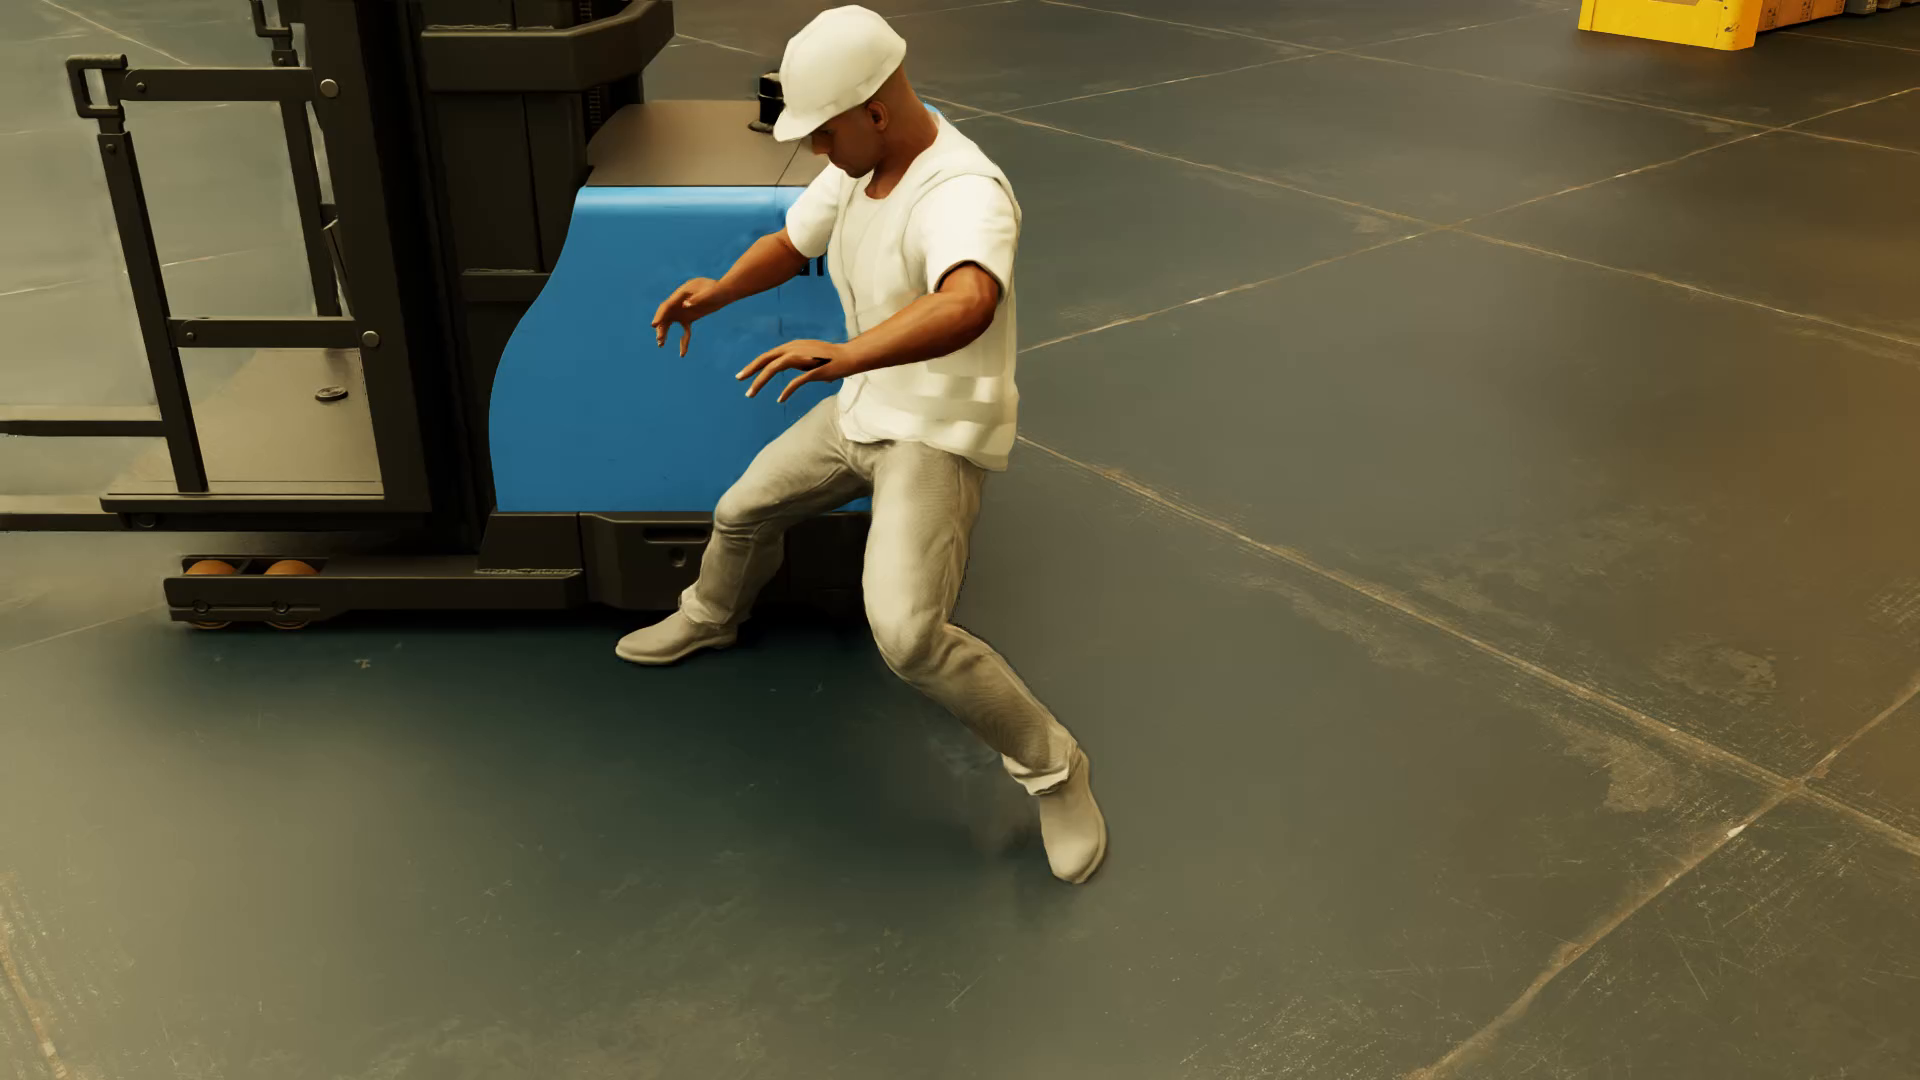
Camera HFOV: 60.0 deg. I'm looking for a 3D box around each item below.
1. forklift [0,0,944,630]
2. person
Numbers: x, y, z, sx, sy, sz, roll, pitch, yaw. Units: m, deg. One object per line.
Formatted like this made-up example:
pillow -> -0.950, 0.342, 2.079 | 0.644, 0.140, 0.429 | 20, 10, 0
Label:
forklift -> -1.545, -1.329, 3.882 | 3.031, 2.935, 1.130 | 0, 26, 0
person -> -0.243, -0.227, 3.256 | 0.733, 1.559, 1.245 | -12, 29, -22
